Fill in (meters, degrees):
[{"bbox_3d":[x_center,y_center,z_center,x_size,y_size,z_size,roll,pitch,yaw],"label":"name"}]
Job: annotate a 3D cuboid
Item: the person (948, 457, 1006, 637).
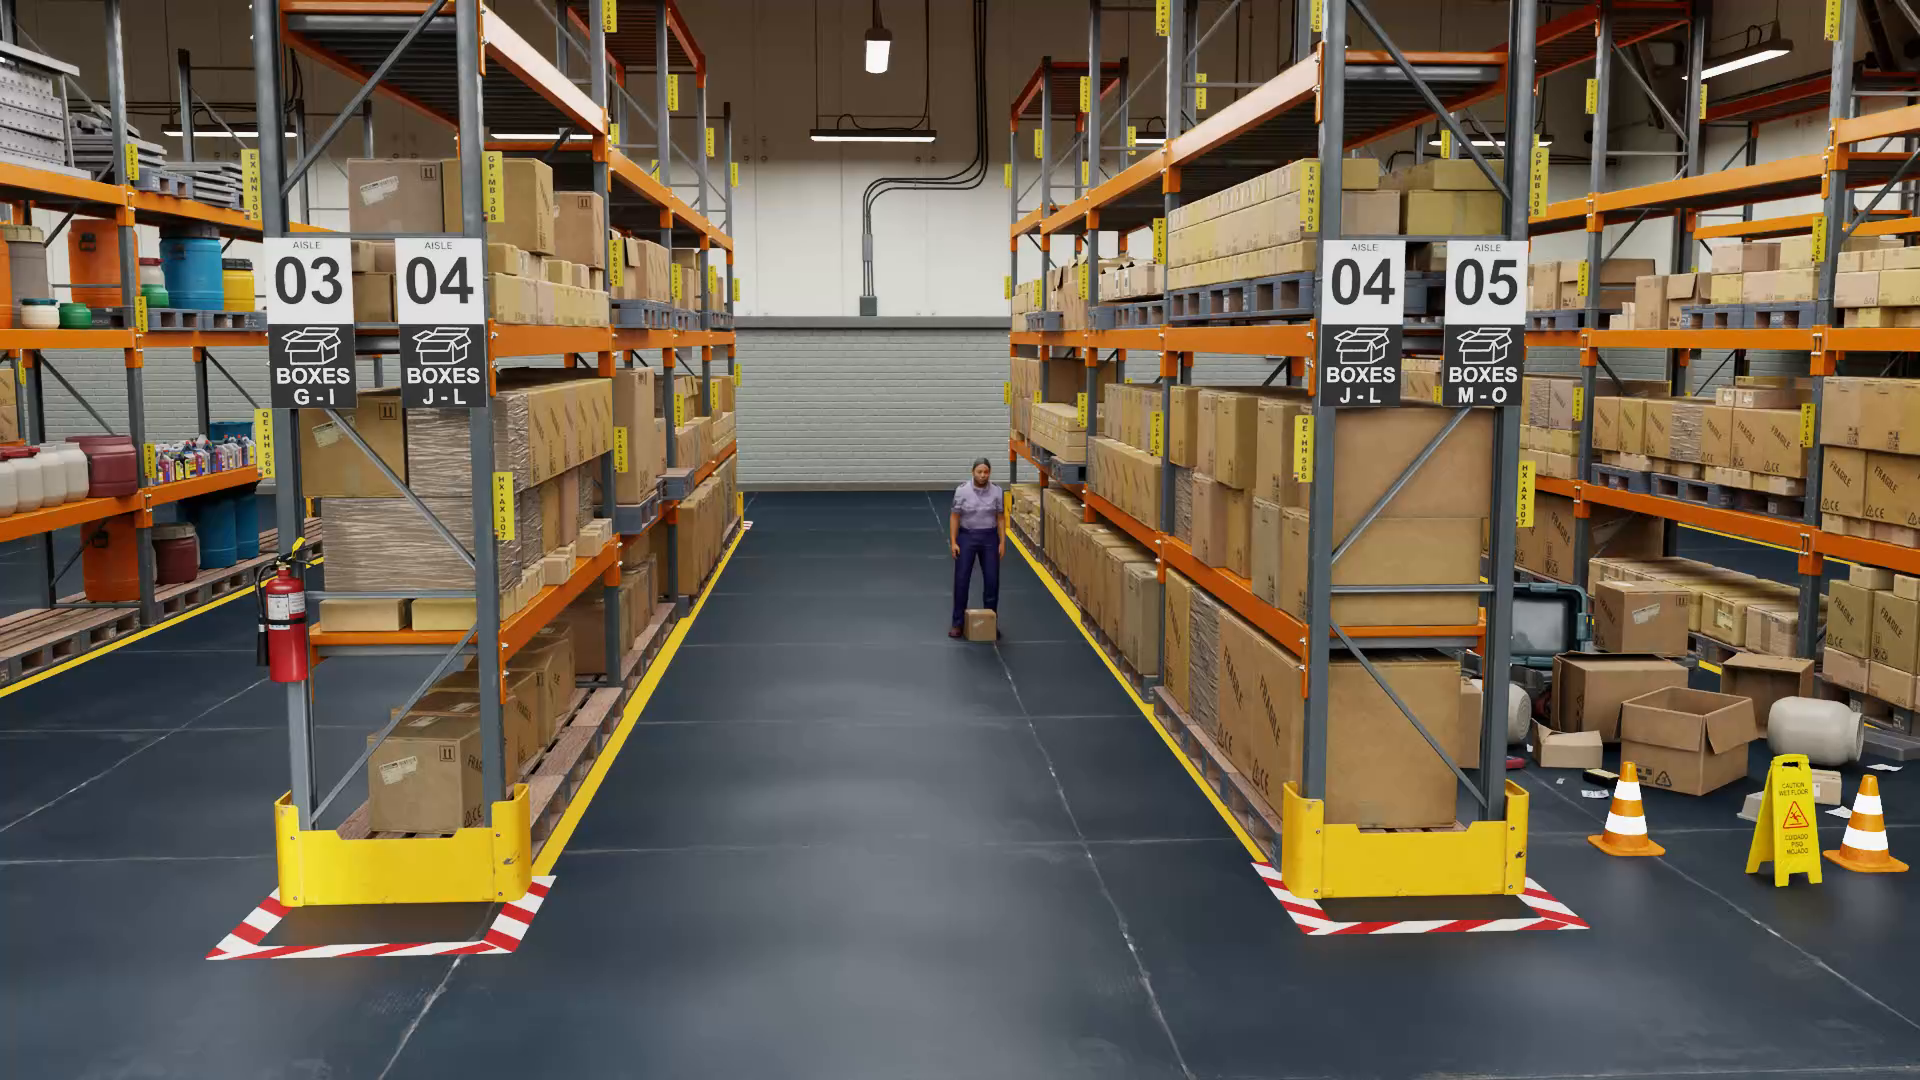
[{"bbox_3d":[0.150,0.055,15.336,0.545,1.650,0.372,-1,7,-7],"label":"person"}]
